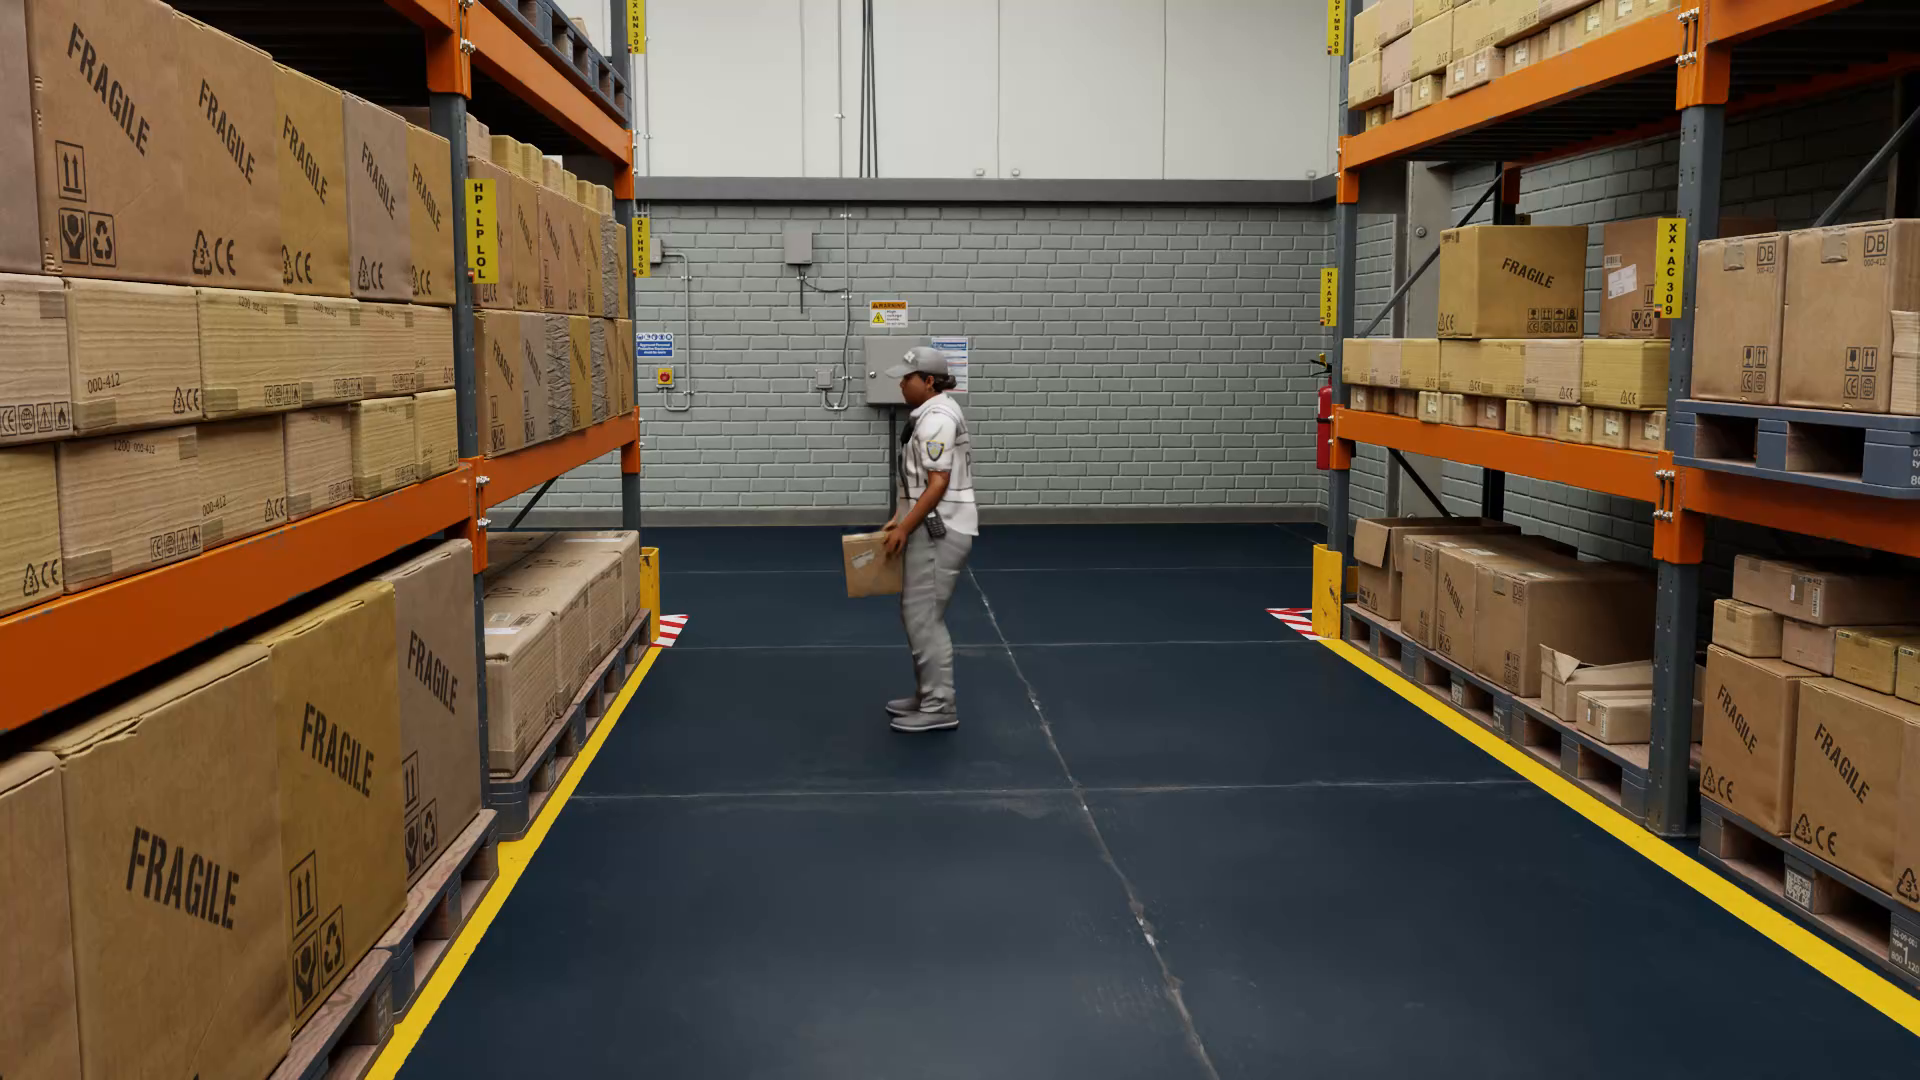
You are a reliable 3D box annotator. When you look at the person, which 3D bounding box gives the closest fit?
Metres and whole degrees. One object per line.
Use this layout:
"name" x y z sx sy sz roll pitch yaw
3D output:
"person" -0.138 -0.016 7.334 0.423 1.672 0.513 -1 7 -5
